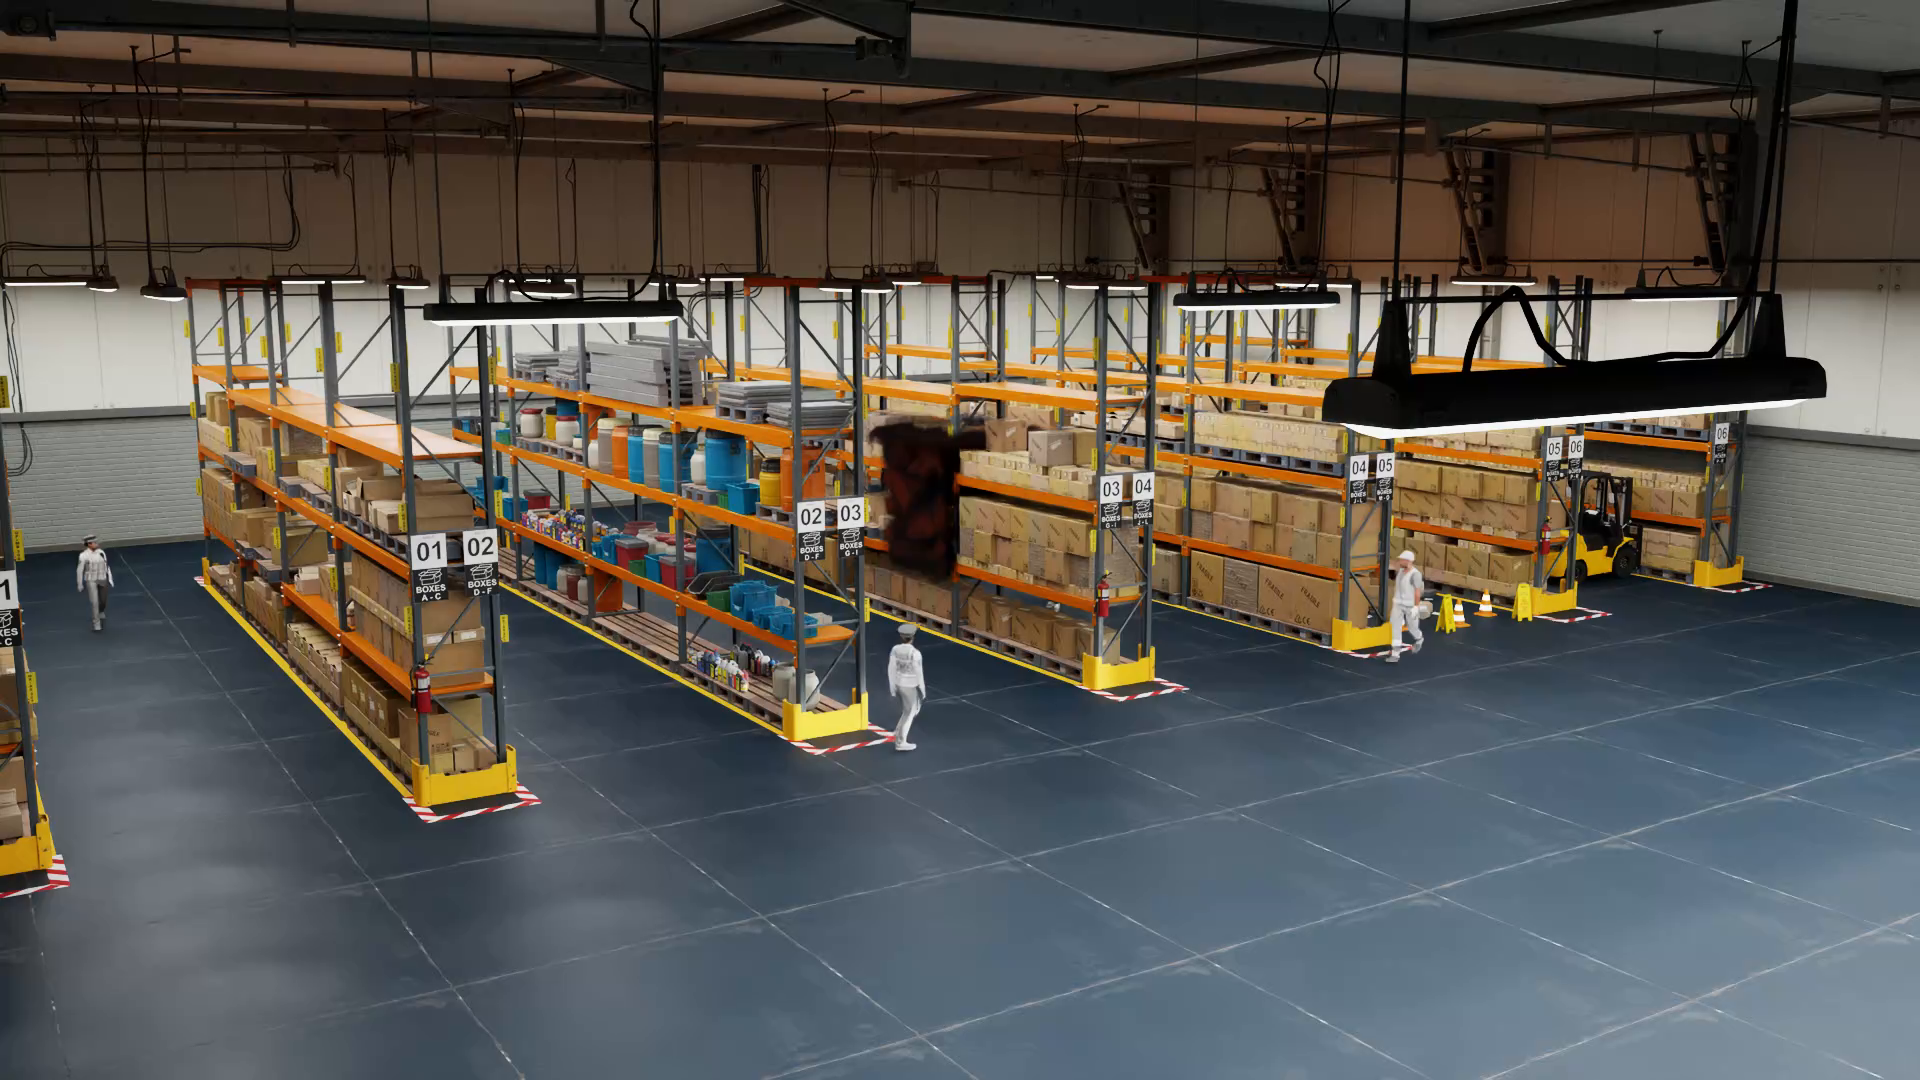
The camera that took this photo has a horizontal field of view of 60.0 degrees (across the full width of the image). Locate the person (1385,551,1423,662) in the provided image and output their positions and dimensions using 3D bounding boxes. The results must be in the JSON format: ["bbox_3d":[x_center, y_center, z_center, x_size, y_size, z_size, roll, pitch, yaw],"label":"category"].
[{"bbox_3d":[7.136,1.045,26.501,0.489,1.775,0.906,6,11,32],"label":"person"}]

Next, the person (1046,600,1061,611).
[{"bbox_3d":[1.589,0.414,28.985,0.452,1.590,0.499,5,11,27],"label":"person"}]

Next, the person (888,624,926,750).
[{"bbox_3d":[-0.667,1.915,21.539,0.462,1.659,0.468,-4,10,-21],"label":"person"}]

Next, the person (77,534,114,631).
[{"bbox_3d":[-15.044,0.703,28.903,0.547,1.626,0.975,-7,12,-37],"label":"person"}]

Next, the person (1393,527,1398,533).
[{"bbox_3d":[9.726,-0.726,37.457,0.373,1.714,0.471,0,10,0],"label":"person"}]
